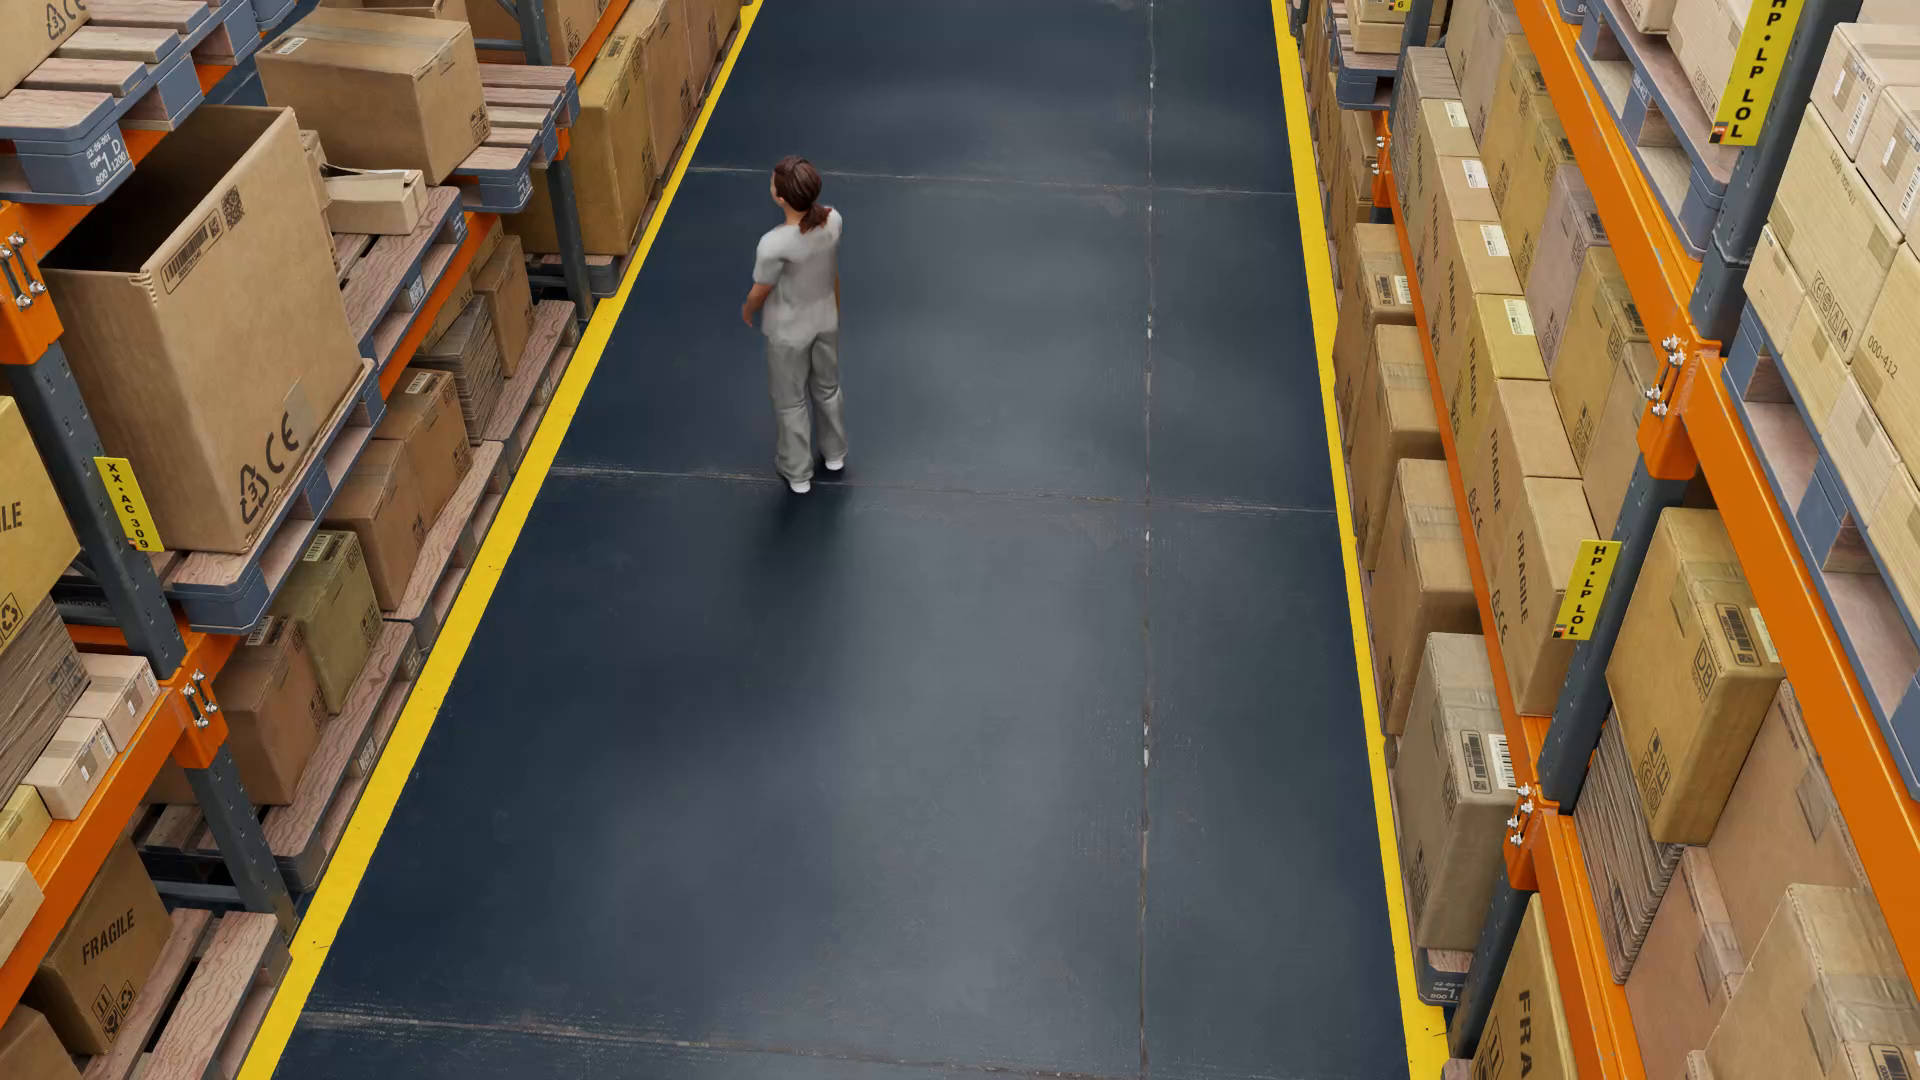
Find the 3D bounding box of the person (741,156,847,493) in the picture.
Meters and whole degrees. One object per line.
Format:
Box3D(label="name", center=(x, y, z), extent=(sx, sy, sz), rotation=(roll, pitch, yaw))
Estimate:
Box3D(label="person", center=(-0.691, -0.948, 7.263), extent=(0.529, 1.682, 0.479), rotation=(-32, 50, -32))
